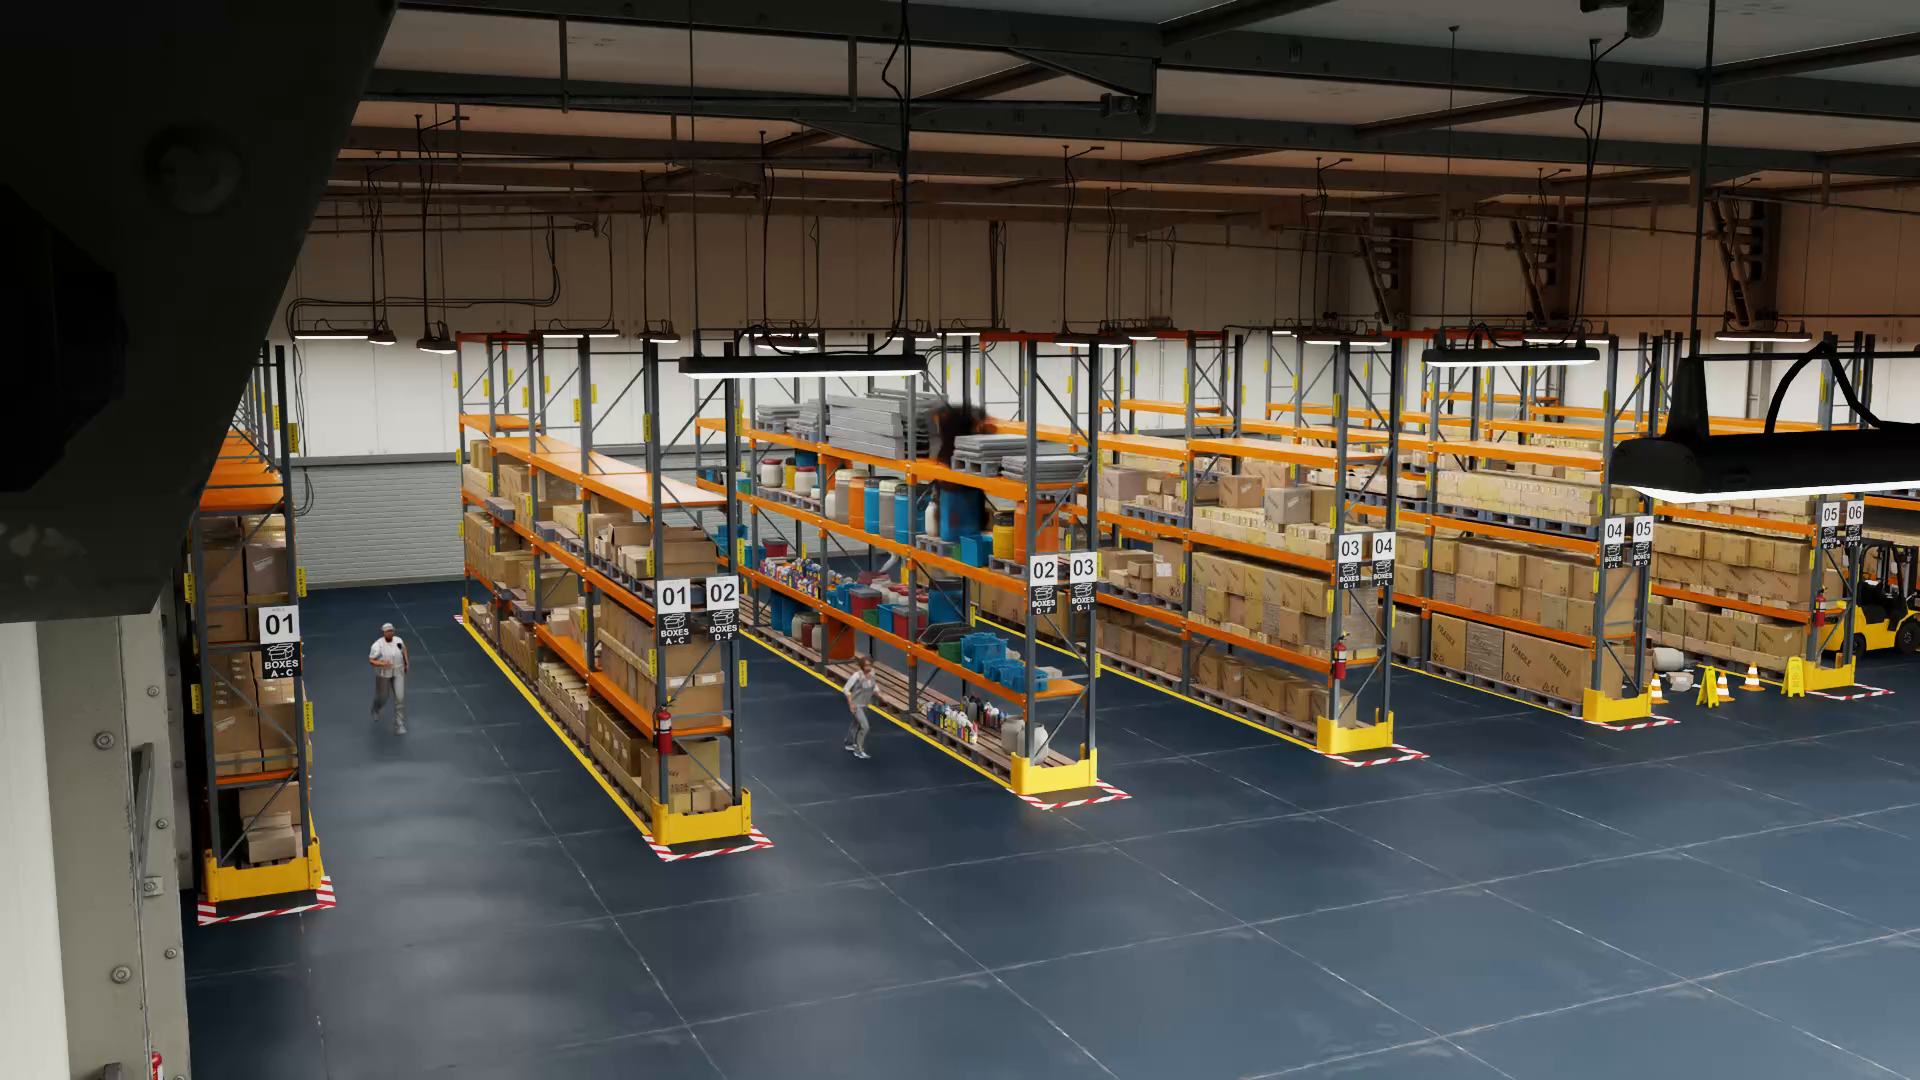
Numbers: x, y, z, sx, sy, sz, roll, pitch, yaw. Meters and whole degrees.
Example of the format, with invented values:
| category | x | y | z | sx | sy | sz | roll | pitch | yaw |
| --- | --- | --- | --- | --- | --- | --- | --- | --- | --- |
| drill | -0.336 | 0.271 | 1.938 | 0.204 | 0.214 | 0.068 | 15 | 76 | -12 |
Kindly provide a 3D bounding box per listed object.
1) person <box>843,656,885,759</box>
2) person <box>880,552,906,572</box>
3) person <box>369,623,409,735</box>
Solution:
| category | x | y | z | sx | sy | sz | roll | pitch | yaw |
| --- | --- | --- | --- | --- | --- | --- | --- | --- | --- |
| person | -1.412 | 2.395 | 23.880 | 0.783 | 1.529 | 0.559 | 4 | 9 | 29 |
| person | -1.450 | 0.099 | 39.623 | 0.980 | 1.759 | 0.734 | 1 | 8 | 4 |
| person | -8.748 | 2.089 | 25.483 | 0.604 | 1.687 | 0.934 | -5 | 9 | -32 |
